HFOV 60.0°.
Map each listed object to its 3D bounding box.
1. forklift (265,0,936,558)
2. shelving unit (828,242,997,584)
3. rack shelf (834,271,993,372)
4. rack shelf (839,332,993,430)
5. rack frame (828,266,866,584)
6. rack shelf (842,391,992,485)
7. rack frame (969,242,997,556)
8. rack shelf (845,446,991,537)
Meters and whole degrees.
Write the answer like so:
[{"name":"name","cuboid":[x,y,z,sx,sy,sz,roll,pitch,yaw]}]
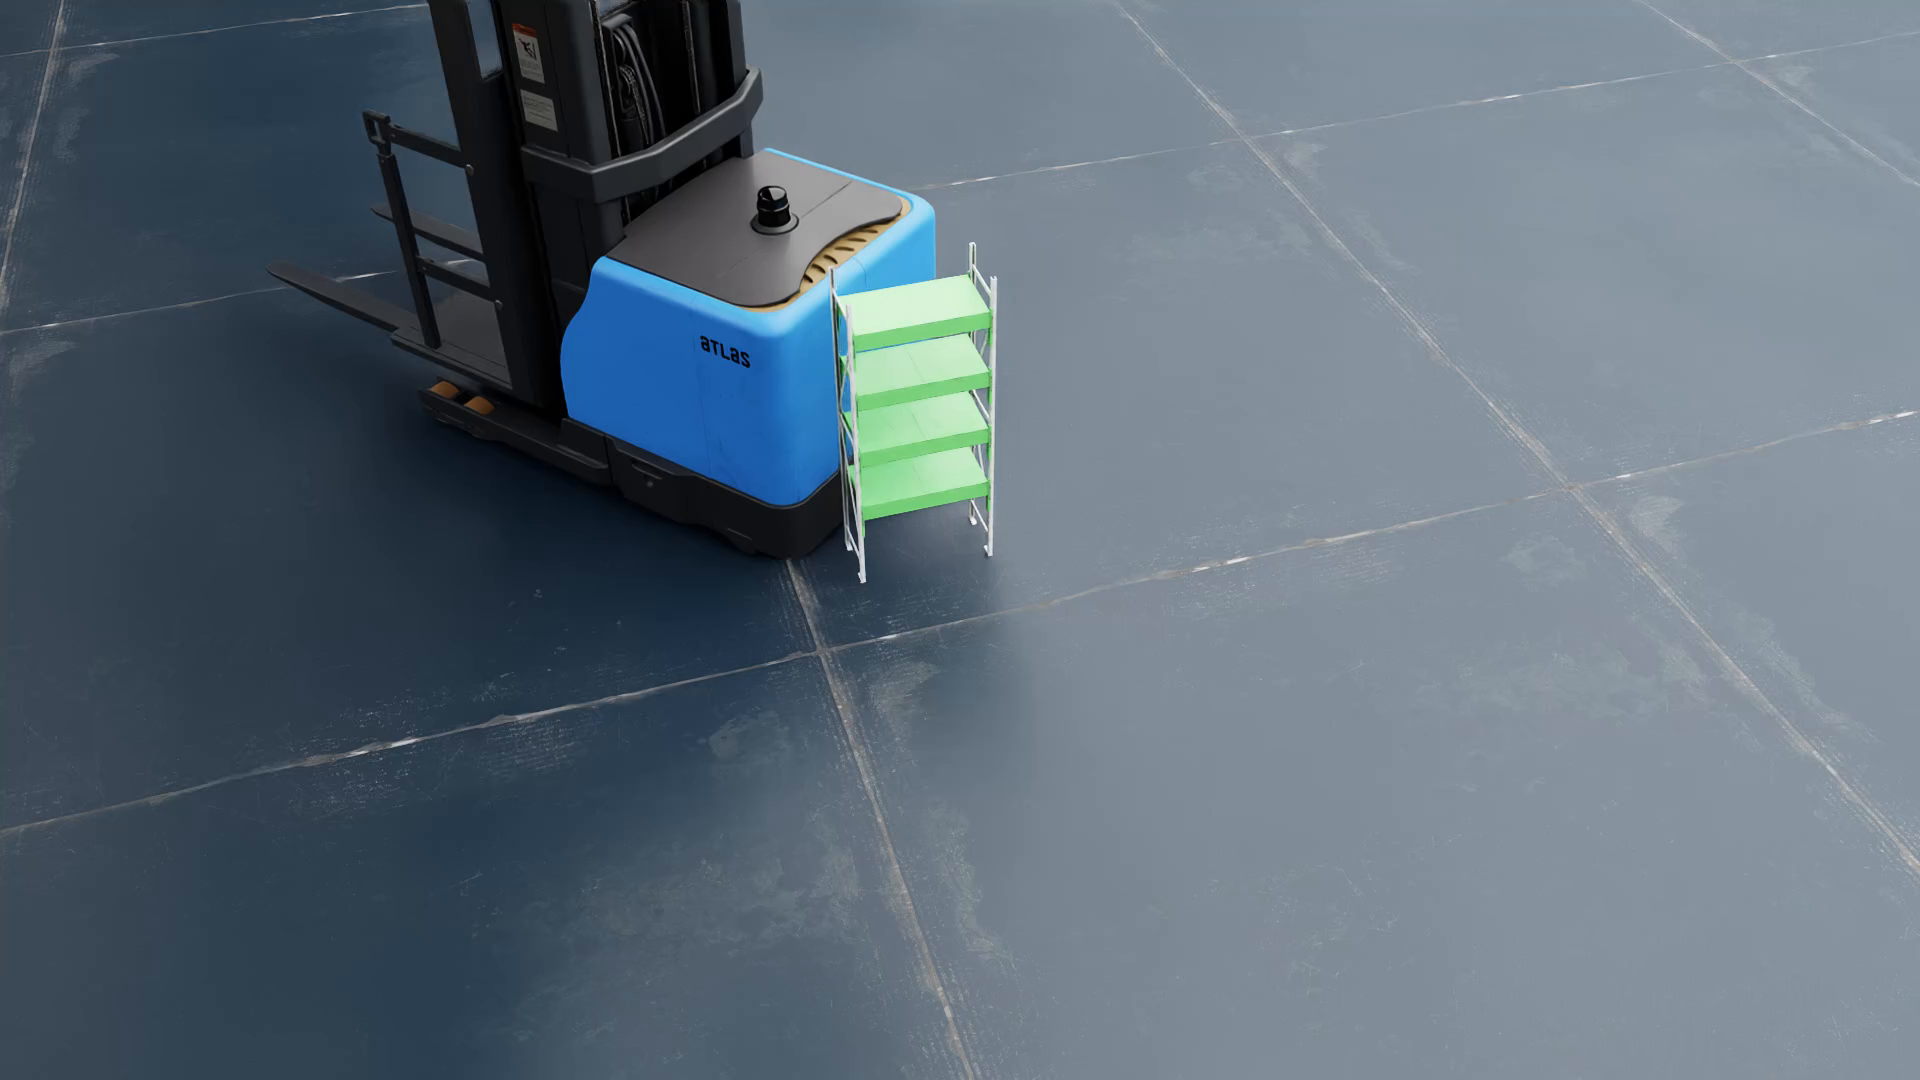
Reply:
[{"name":"forklift","cuboid":[-1.593,-1.782,6.062,3.031,2.935,1.130,23,46,24]},{"name":"shelving unit","cuboid":[-0.156,-0.419,5.817,0.503,1.200,0.258,-12,43,-13]},{"name":"rack shelf","cuboid":[-0.156,-0.732,5.543,0.480,0.148,0.258,-12,43,-13]},{"name":"rack shelf","cuboid":[-0.156,-0.551,5.701,0.480,0.148,0.258,-12,43,-13]},{"name":"rack frame","cuboid":[-0.388,-0.369,5.761,0.015,1.200,0.240,-12,43,-13]},{"name":"rack shelf","cuboid":[-0.156,-0.370,5.859,0.480,0.148,0.258,-12,43,-13]},{"name":"rack frame","cuboid":[0.076,-0.468,5.873,0.015,1.200,0.240,-12,43,-13]},{"name":"rack shelf","cuboid":[-0.156,-0.190,6.017,0.480,0.148,0.258,-12,43,-13]}]
